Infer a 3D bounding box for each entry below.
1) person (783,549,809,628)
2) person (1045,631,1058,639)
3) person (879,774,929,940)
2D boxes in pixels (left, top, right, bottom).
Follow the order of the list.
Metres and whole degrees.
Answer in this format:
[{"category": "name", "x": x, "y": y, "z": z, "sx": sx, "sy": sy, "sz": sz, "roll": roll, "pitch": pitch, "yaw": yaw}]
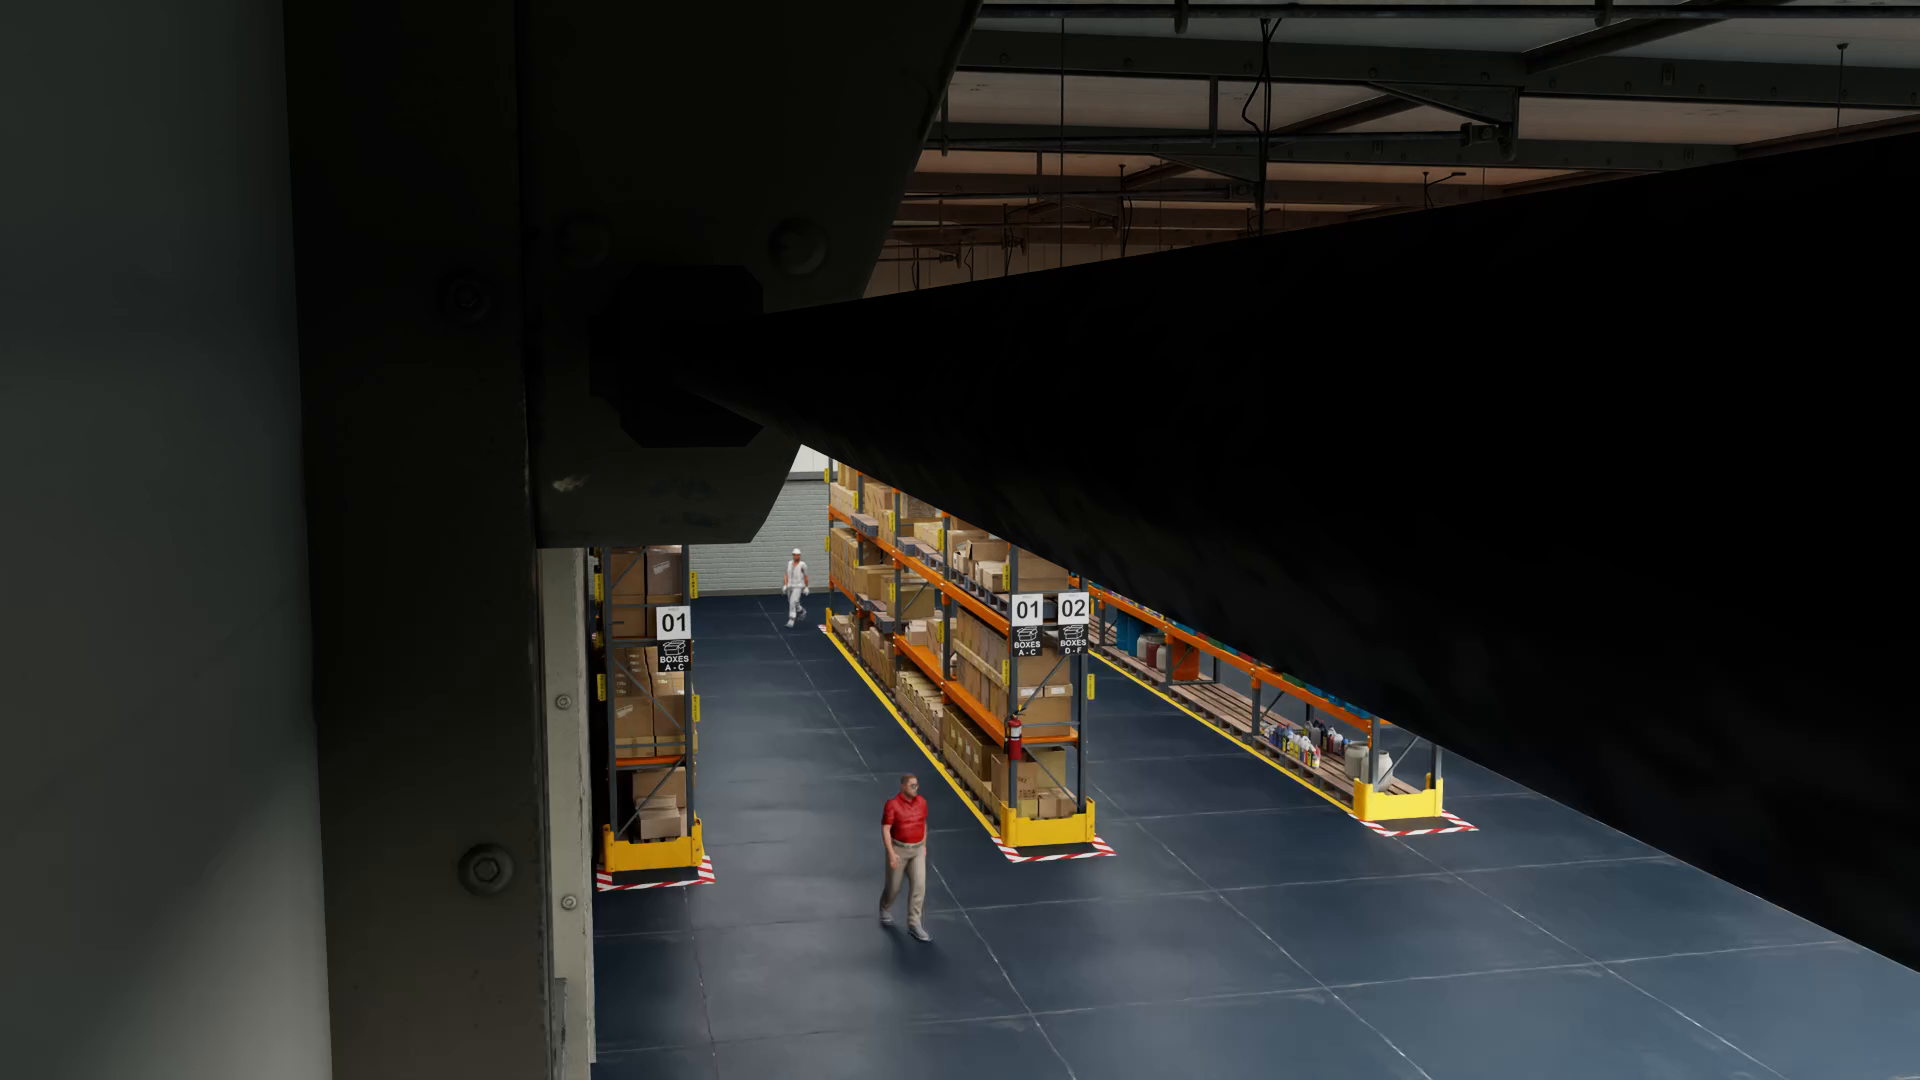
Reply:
[{"category": "person", "x": -3.658, "y": 1.063, "z": 37.037, "sx": 0.505, "sy": 1.750, "sz": 1.008, "roll": 4, "pitch": 8, "yaw": 33}, {"category": "person", "x": 1.854, "y": 1.786, "z": 31.336, "sx": 0.743, "sy": 1.672, "sz": 0.674, "roll": 0, "pitch": 7, "yaw": -4}, {"category": "person", "x": -0.561, "y": 3.372, "z": 17.944, "sx": 0.634, "sy": 1.704, "sz": 0.858, "roll": -5, "pitch": 8, "yaw": -35}]
